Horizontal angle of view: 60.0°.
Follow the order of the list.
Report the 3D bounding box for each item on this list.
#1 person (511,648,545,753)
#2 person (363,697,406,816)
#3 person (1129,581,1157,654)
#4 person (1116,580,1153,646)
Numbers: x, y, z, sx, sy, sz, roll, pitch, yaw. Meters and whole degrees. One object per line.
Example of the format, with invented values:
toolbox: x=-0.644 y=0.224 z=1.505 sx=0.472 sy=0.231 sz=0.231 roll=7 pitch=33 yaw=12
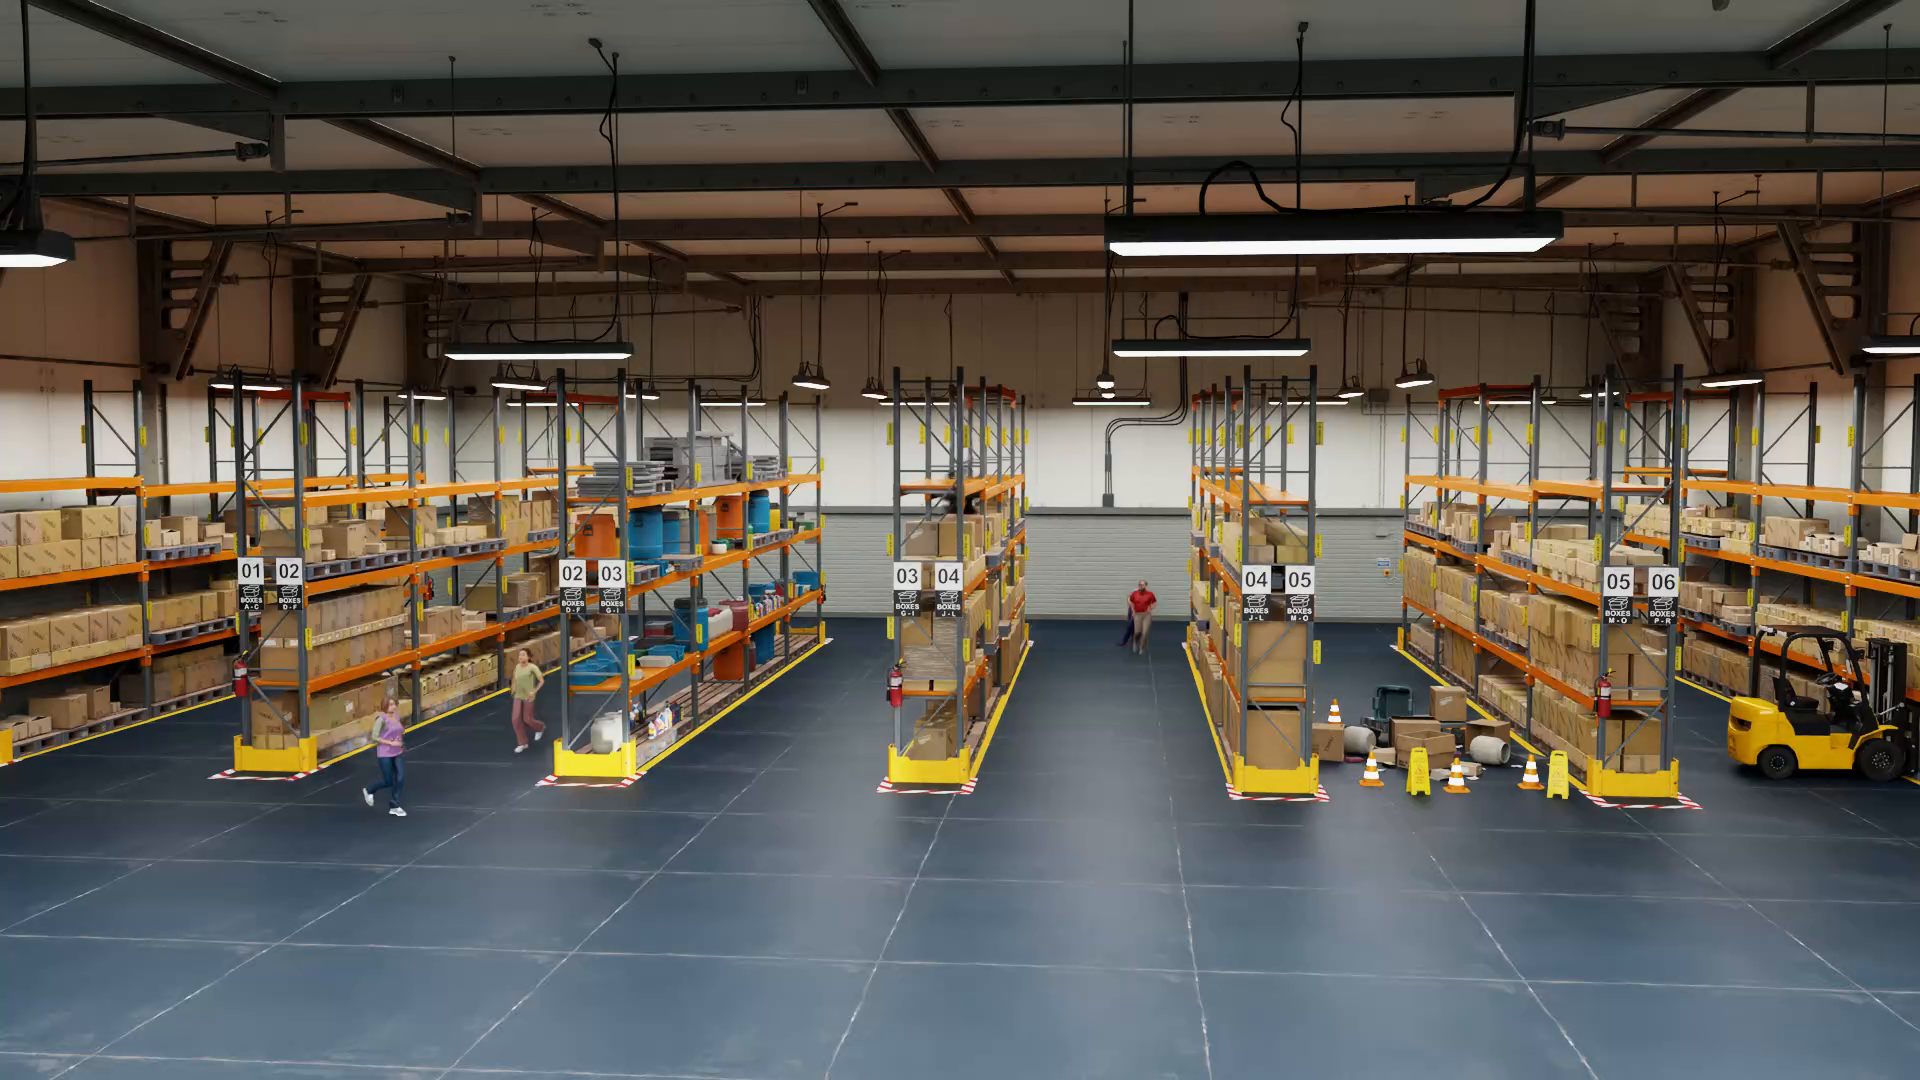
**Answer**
person: x=-6.926 y=2.534 z=26.641 sx=0.597 sy=1.647 sz=0.718 roll=1 pitch=4 yaw=15
person: x=-7.571 y=2.851 z=22.009 sx=0.639 sy=1.566 sz=0.546 roll=2 pitch=4 yaw=23
person: x=4.200 y=1.781 z=38.202 sx=0.643 sy=1.694 sz=0.602 roll=1 pitch=4 yaw=8
person: x=4.108 y=1.746 z=39.868 sx=0.869 sy=1.558 sz=0.801 roll=-2 pitch=4 yaw=-24
